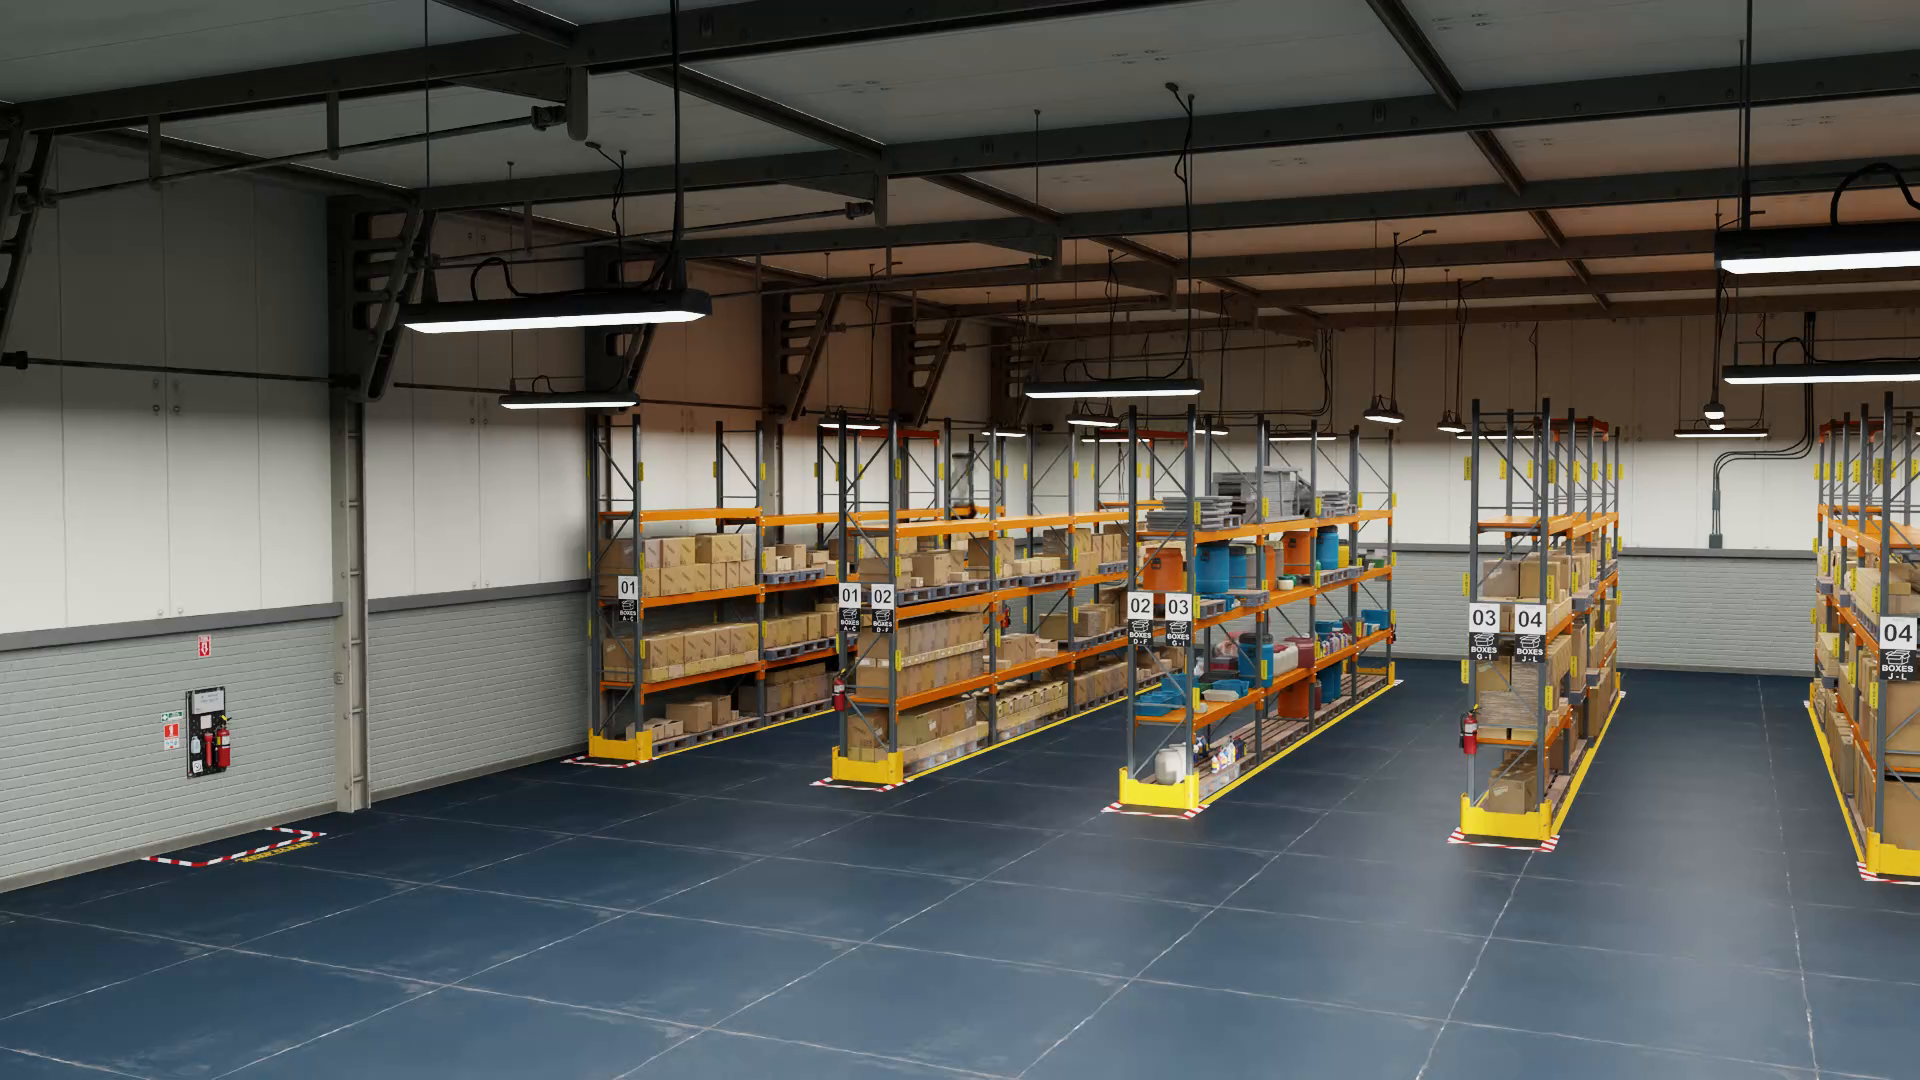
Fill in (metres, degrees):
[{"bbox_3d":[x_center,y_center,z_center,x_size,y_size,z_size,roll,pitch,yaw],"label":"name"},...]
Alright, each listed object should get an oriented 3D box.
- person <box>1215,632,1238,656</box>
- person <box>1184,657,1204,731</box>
[{"bbox_3d":[5.522,2.736,34.255,0.646,1.702,0.775,1,2,19],"label":"person"},{"bbox_3d":[4.589,2.958,31.867,0.597,1.483,0.782,0,2,7],"label":"person"}]
